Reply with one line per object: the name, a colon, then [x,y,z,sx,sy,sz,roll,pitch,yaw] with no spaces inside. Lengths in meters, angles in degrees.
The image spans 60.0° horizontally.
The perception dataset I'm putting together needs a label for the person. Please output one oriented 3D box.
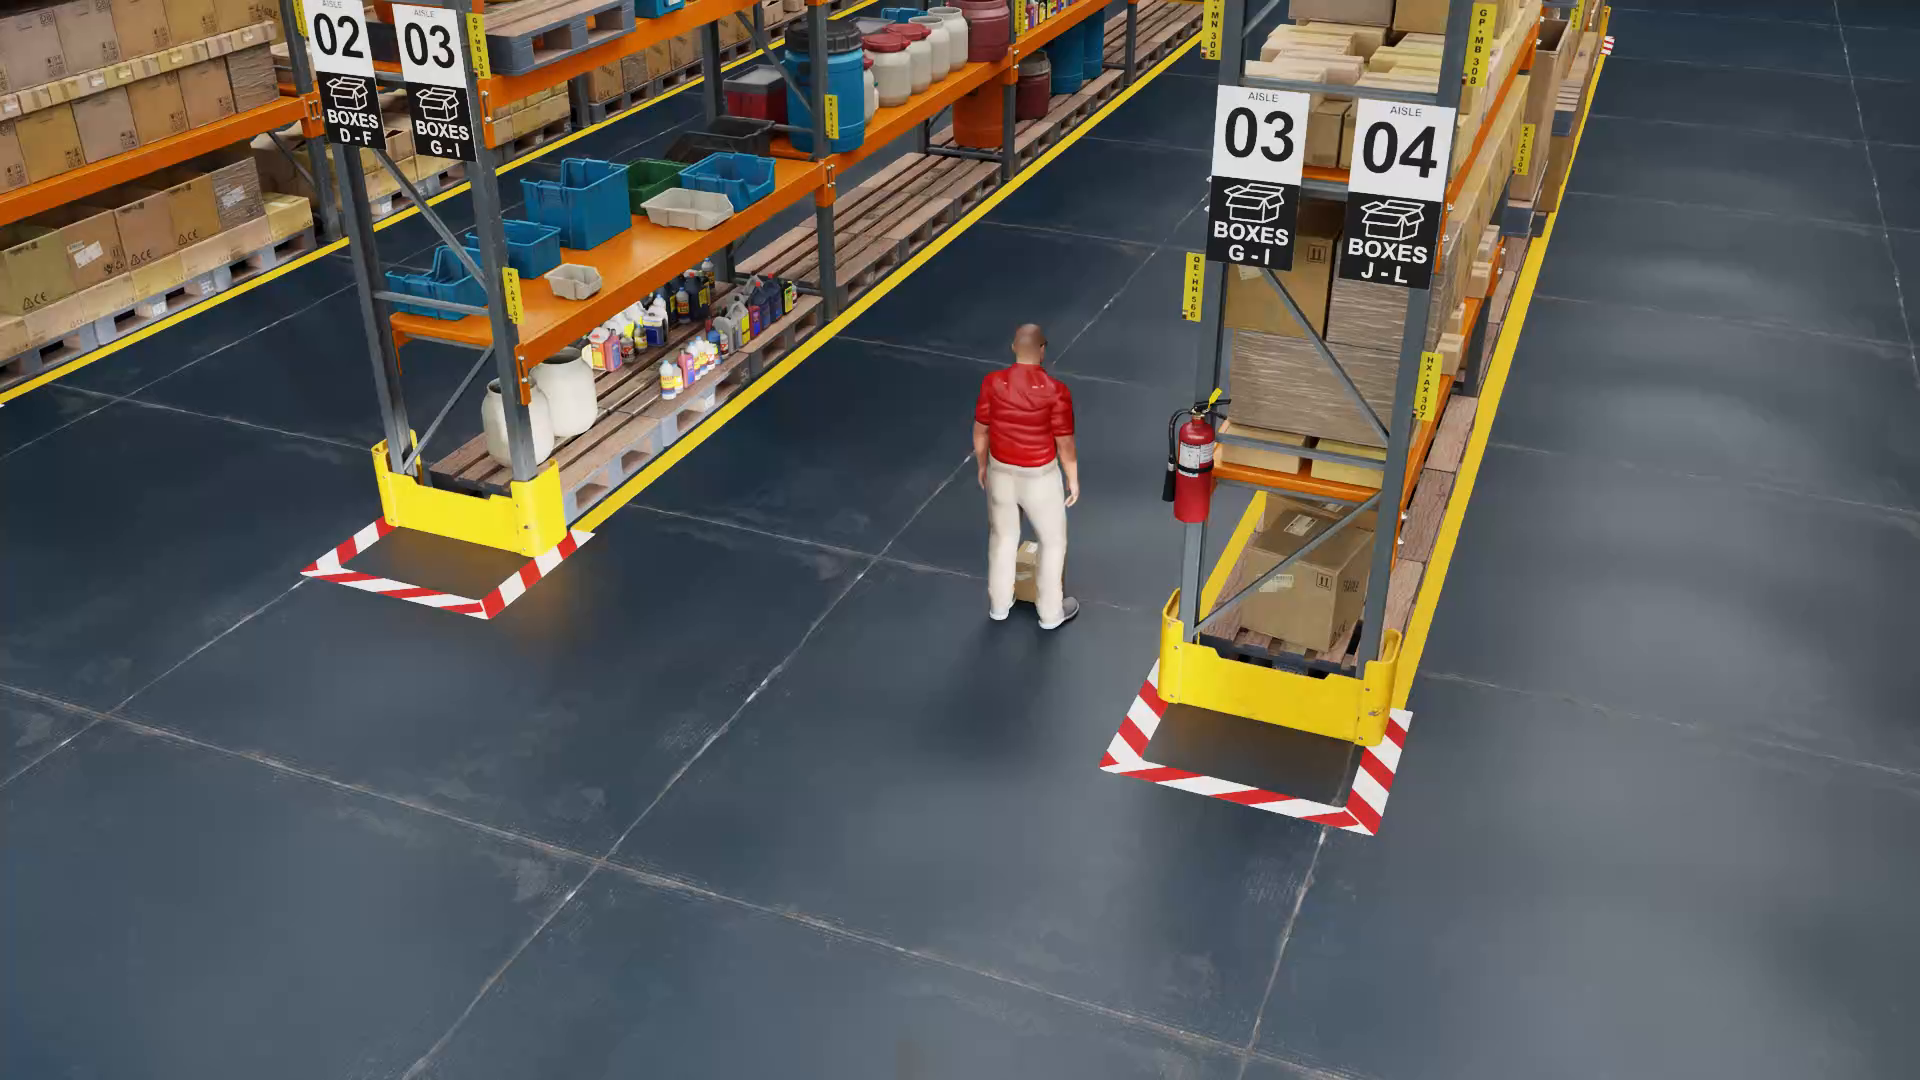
person: [0.360,-0.339,9.012,0.586,1.727,0.393,12,31,20]
